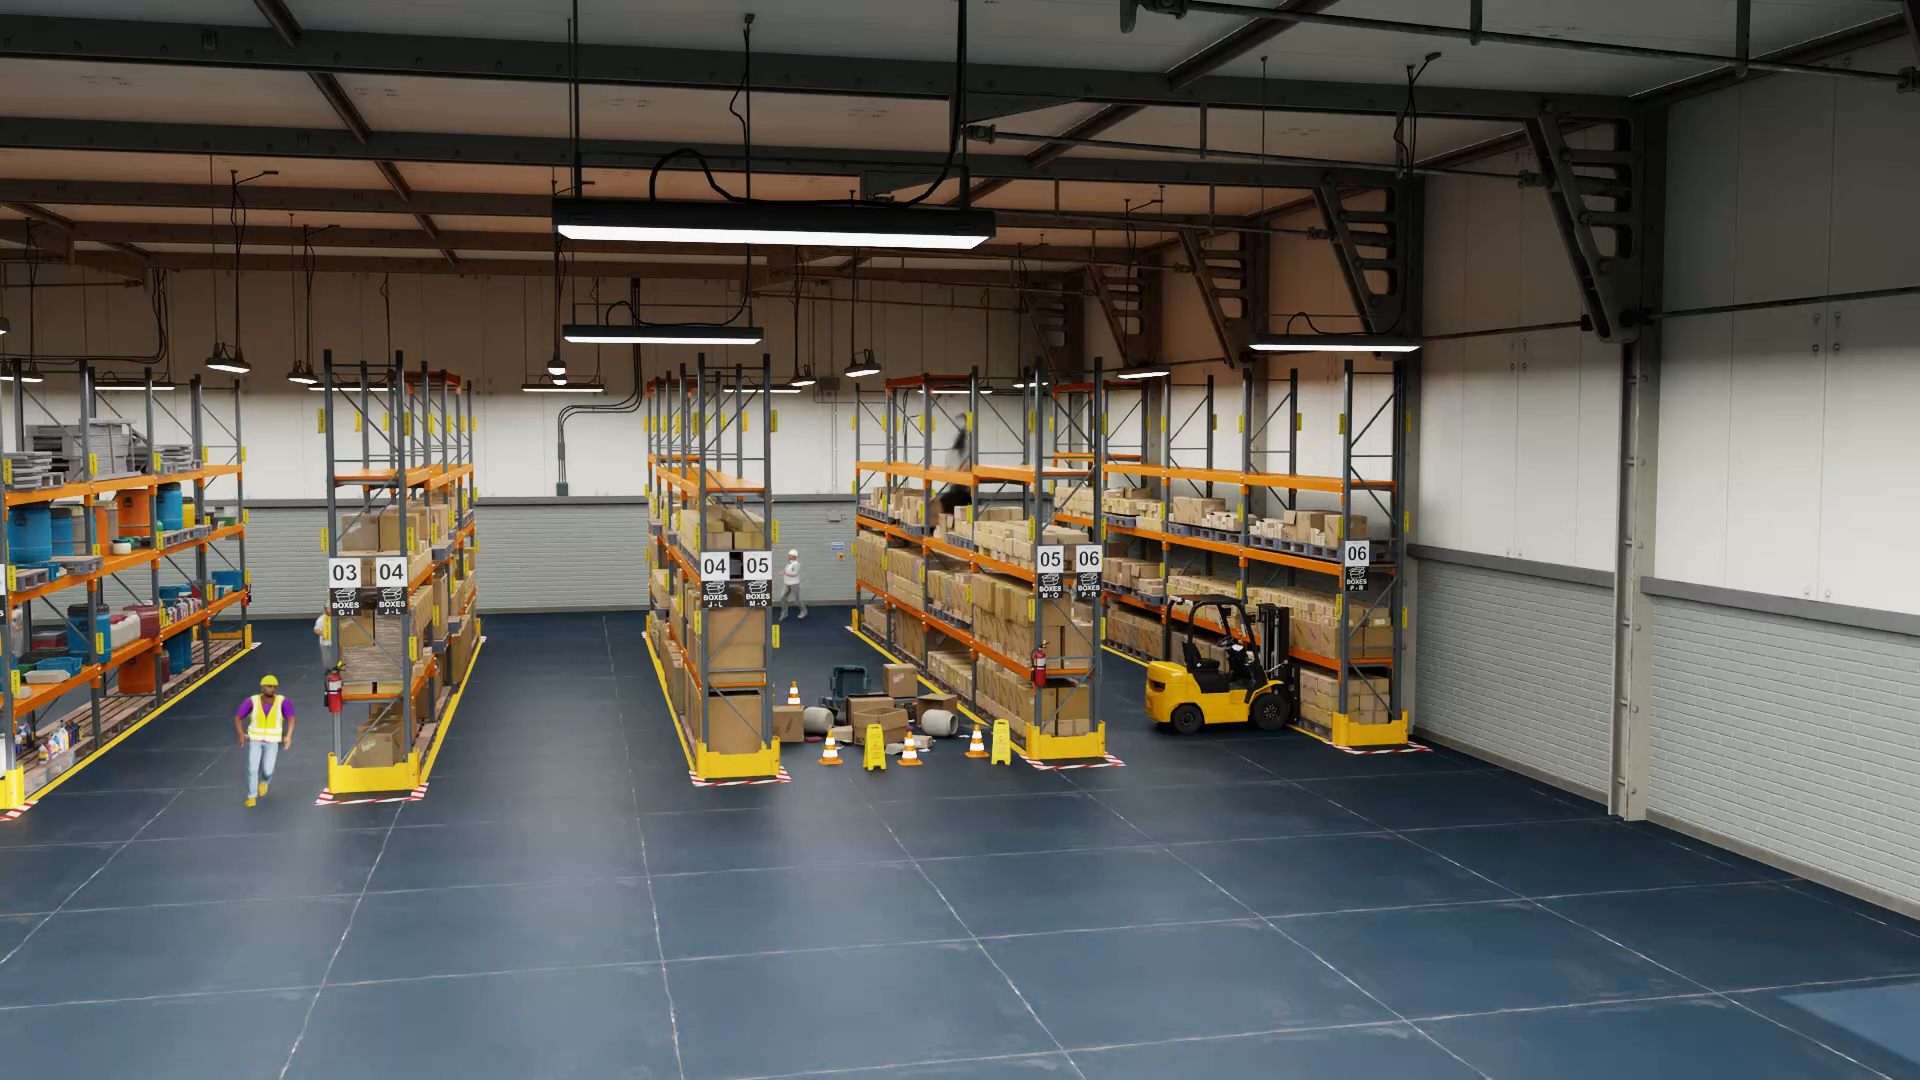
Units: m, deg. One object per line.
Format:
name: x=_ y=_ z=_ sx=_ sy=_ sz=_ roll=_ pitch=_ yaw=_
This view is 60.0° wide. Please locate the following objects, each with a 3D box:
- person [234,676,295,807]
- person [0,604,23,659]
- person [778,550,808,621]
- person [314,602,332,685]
person: x=-9.173 y=2.628 z=21.958 sx=0.747 sy=1.702 sz=0.556 roll=-2 pitch=4 yaw=-24
person: x=-18.415 y=1.924 z=32.326 sx=0.569 sy=1.675 sz=0.930 roll=-1 pitch=4 yaw=-17
person: x=-4.276 y=1.160 z=42.496 sx=0.781 sy=1.833 sz=0.630 roll=-3 pitch=5 yaw=-37
person: x=-11.843 y=2.014 z=31.347 sx=0.606 sy=1.705 sz=0.802 roll=-1 pitch=4 yaw=-7
